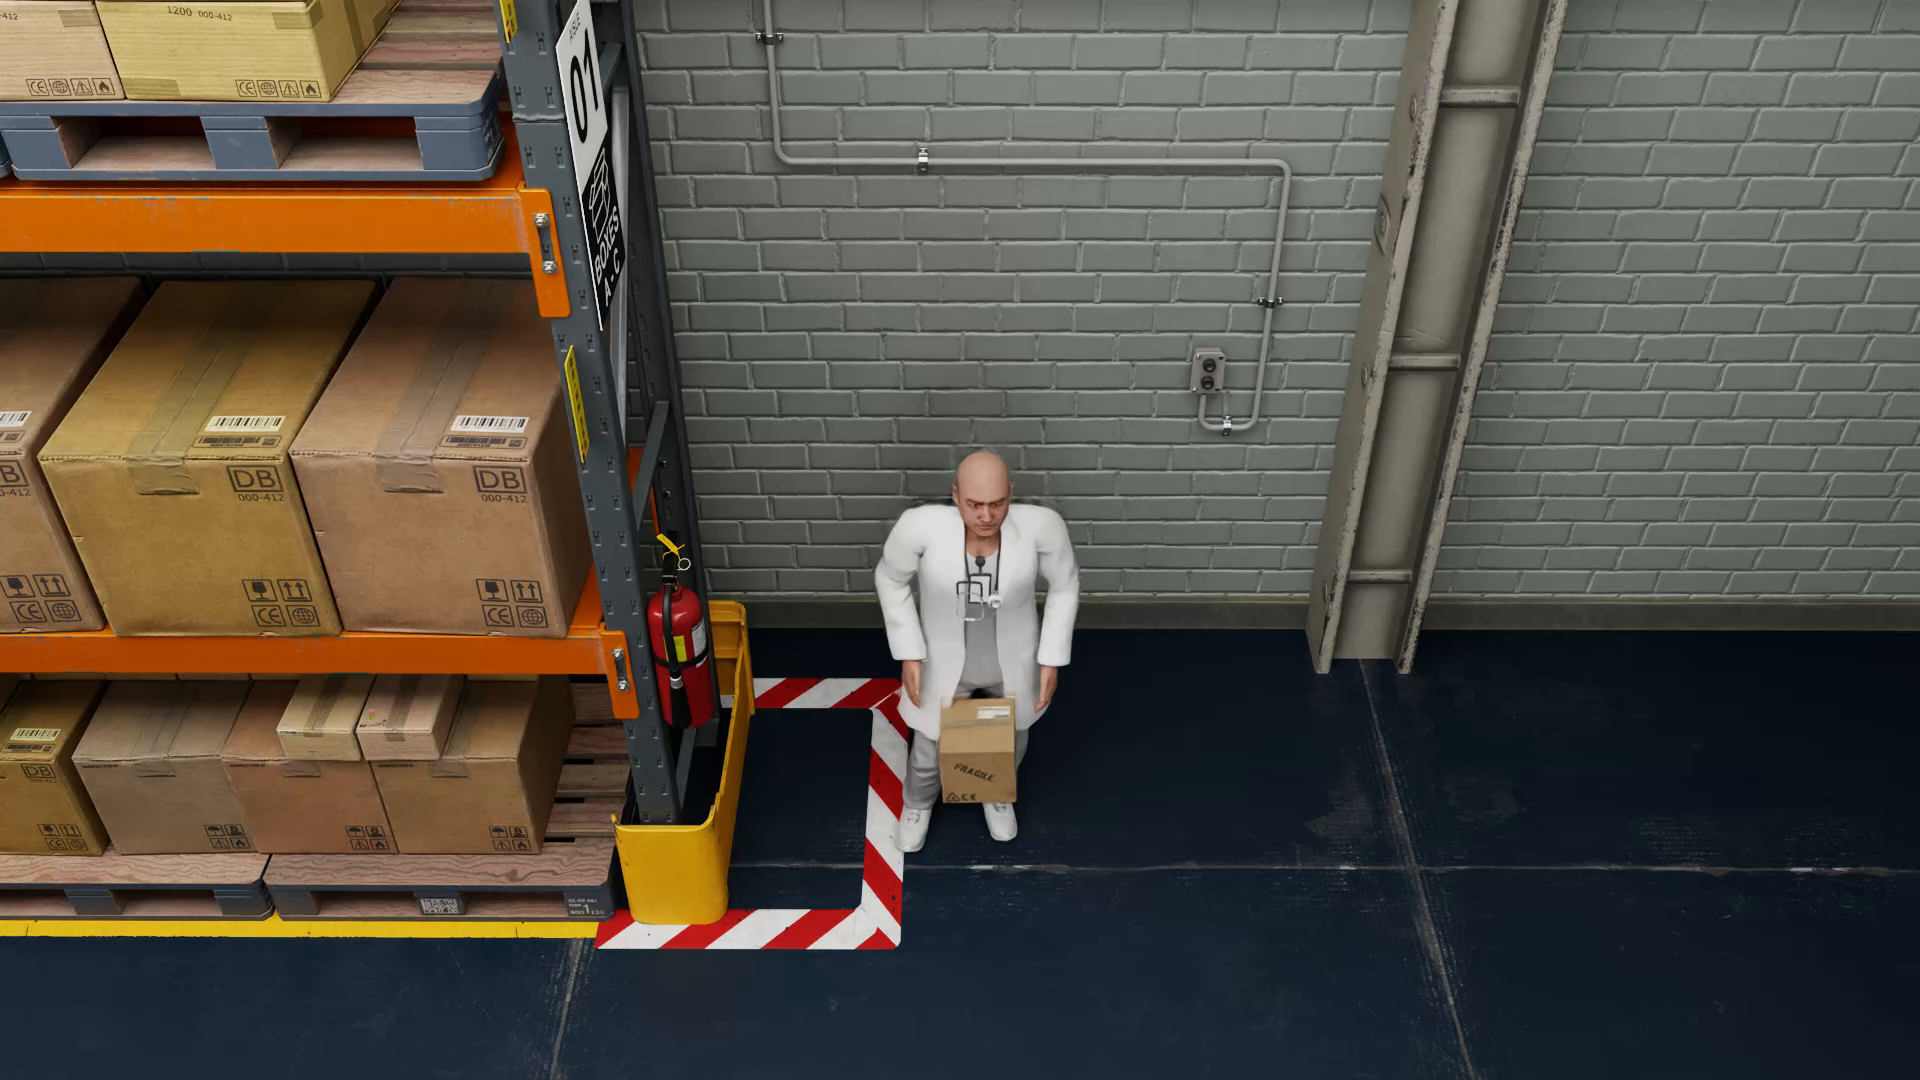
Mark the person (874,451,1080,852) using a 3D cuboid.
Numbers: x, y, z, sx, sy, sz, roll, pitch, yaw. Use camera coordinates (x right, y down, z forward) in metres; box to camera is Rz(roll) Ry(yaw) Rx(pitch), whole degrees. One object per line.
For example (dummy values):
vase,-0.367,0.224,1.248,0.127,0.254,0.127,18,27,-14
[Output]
person,0.059,0.390,5.706,0.687,1.747,0.502,-2,39,-2
